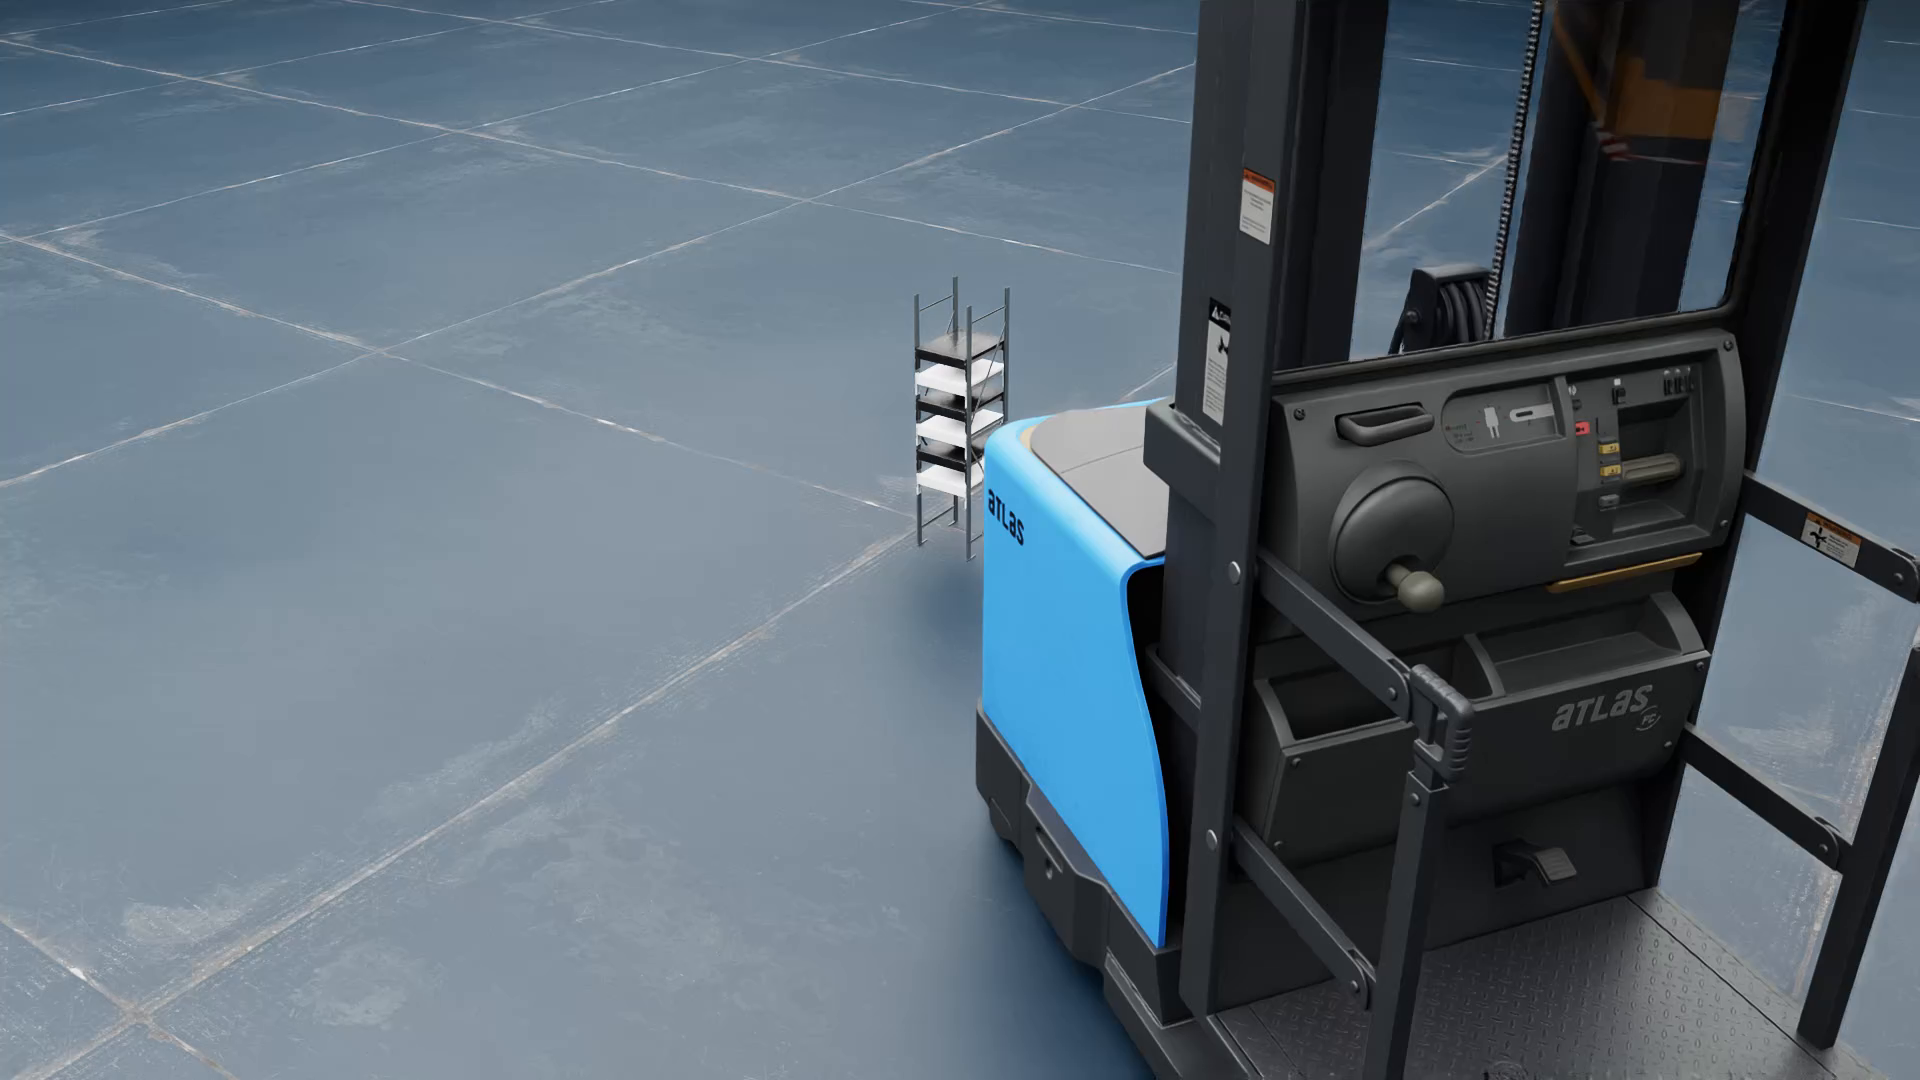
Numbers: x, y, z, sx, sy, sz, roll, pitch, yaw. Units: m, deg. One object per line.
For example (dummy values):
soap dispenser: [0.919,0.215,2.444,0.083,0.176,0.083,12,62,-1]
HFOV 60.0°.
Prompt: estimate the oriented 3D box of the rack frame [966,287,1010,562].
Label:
rack frame: [0.090,-0.373,5.490,0.006,0.900,0.240,17,32,30]

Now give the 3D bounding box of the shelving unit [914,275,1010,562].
shelving unit: [0.007,-0.399,5.542,0.210,0.900,0.258,17,32,30]

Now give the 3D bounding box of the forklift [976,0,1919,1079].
forklift: [1.046,-0.081,2.677,1.130,2.935,3.031,-10,29,-19]

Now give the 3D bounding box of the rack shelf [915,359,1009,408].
rack shelf: [0.007,-0.530,5.475,0.200,0.077,0.258,17,32,30]

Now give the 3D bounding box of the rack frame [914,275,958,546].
rack frame: [-0.077,-0.425,5.593,0.006,0.900,0.240,17,32,30]

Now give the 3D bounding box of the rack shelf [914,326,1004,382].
rack shelf: [0.007,-0.610,5.434,0.200,0.077,0.258,17,32,30]

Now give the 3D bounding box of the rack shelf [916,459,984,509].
rack shelf: [0.007,-0.209,5.639,0.200,0.077,0.258,17,32,30]

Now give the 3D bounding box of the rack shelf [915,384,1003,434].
rack shelf: [0.007,-0.449,5.516,0.200,0.077,0.258,17,32,30]

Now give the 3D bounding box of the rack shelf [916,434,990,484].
rack shelf: [0.007,-0.289,5.598,0.200,0.077,0.258,17,32,30]

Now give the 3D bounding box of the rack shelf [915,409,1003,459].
rack shelf: [0.007,-0.369,5.557,0.200,0.077,0.258,17,32,30]
